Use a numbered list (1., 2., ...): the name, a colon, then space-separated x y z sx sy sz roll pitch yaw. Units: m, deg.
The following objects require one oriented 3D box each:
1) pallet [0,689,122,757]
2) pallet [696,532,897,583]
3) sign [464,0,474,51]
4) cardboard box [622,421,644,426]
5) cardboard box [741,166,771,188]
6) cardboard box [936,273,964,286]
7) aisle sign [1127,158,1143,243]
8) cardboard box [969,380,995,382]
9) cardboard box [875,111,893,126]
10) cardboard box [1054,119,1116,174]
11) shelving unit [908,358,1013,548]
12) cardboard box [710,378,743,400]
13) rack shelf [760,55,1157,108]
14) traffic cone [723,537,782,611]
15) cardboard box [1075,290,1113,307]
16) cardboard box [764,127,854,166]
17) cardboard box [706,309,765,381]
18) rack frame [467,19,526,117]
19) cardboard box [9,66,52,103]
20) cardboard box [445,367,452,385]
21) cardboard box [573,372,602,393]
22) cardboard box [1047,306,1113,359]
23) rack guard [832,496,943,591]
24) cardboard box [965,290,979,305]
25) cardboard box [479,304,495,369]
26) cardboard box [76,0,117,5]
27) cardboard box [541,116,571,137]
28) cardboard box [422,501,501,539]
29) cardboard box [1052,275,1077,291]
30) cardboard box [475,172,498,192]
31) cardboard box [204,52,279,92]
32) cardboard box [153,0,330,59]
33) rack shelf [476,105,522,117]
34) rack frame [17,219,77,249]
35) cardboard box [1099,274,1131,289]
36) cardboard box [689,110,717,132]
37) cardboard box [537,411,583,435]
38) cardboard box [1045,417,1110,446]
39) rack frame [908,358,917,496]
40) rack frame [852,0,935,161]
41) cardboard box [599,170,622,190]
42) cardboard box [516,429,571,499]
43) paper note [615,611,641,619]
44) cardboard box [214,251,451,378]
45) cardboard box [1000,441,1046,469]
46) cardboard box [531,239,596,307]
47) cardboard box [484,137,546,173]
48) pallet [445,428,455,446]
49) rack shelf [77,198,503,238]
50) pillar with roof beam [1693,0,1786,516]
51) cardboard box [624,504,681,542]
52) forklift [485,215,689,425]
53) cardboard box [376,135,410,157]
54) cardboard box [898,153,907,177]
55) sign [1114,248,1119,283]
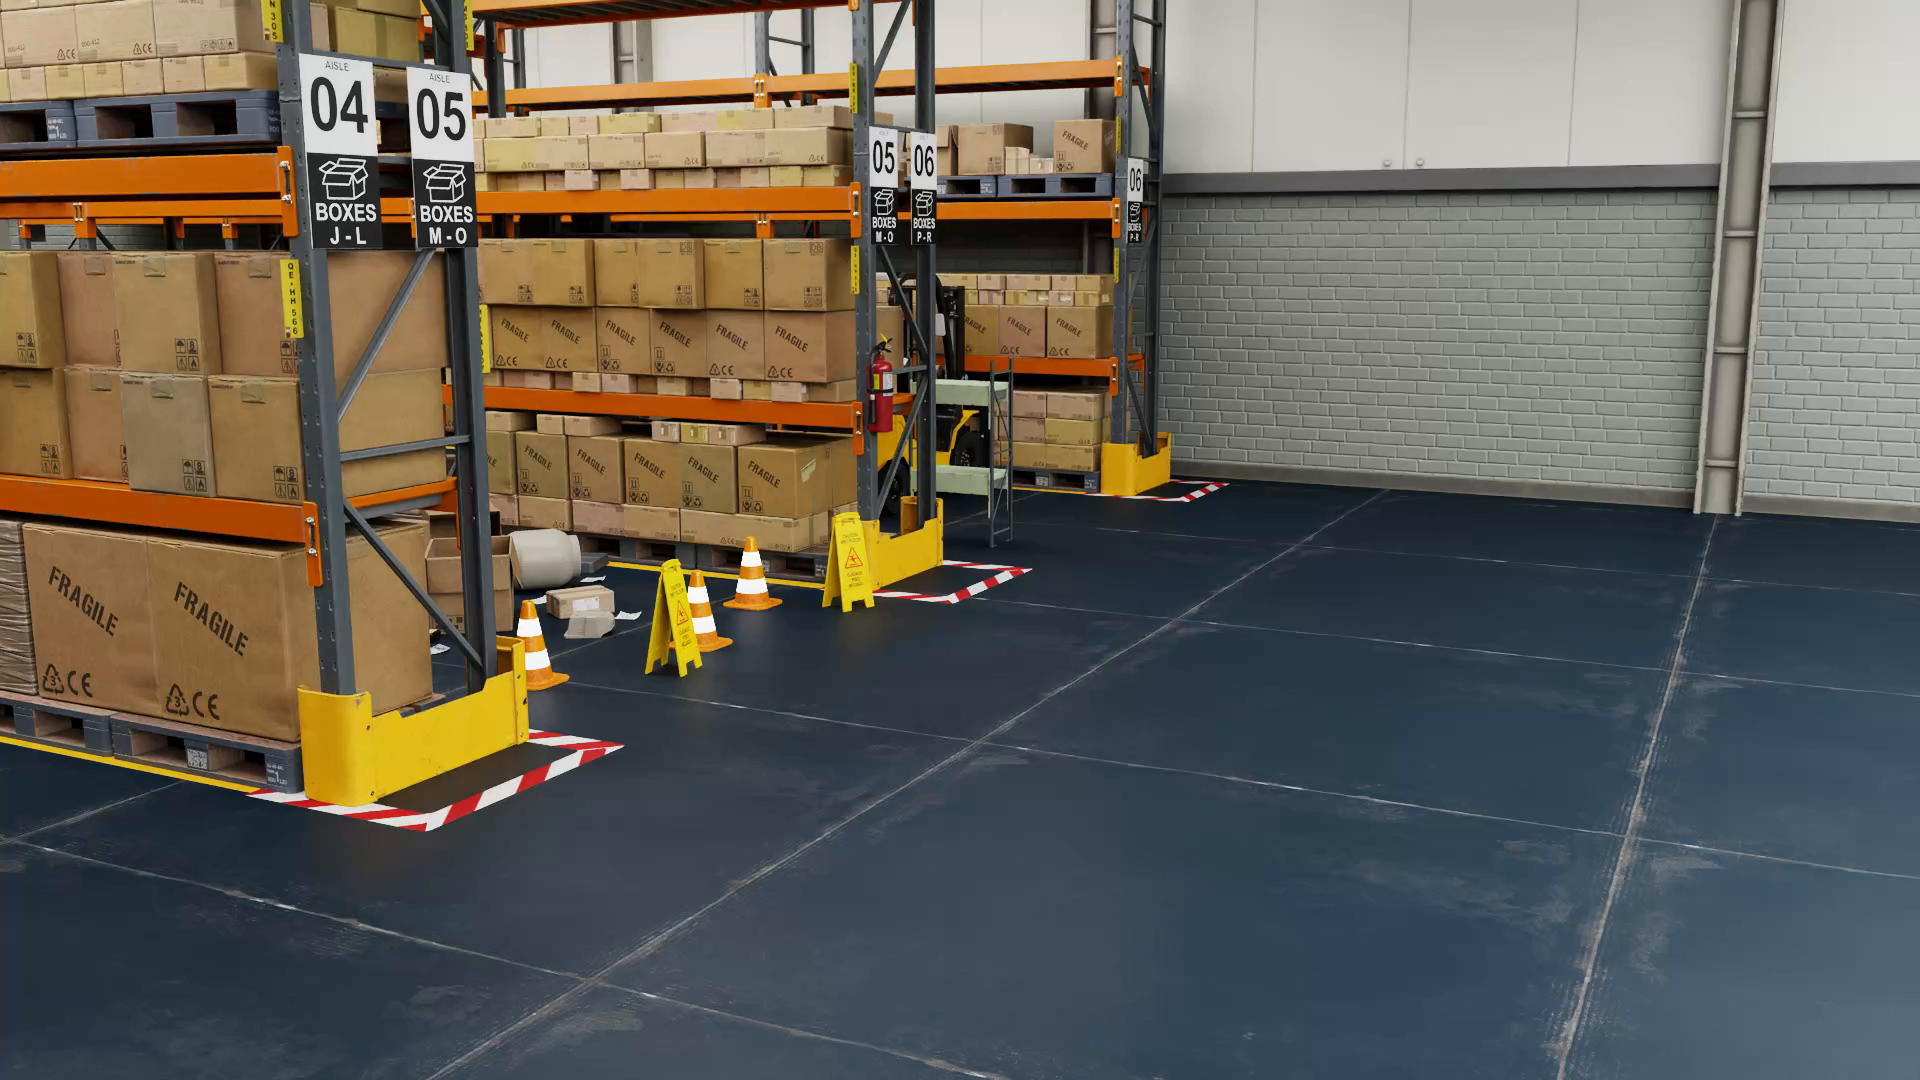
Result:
1. pallet: -4.394 0.813 8.646 1.213 0.211 1.003 5 11 26
2. pallet: -1.234 0.086 12.665 1.213 0.211 1.003 5 11 26
3. sign: -2.302 -2.446 7.722 0.005 0.325 0.100 5 11 26
4. cardboard box: -2.934 -0.705 13.640 0.500 0.500 0.500 5 12 27
5. cardboard box: -1.358 -2.588 11.888 0.250 0.149 0.380 5 12 28
6. cardboard box: -0.053 -2.633 16.920 0.250 0.149 0.380 5 11 27
7. aisle sign: 1.669 -3.231 15.861 0.004 0.787 0.394 5 11 26
8. cardboard box: 0.043 -1.539 17.546 0.500 0.250 0.500 5 11 25
9. cardboard box: -0.681 -3.016 12.018 0.250 0.149 0.380 5 11 25
10. cardboard box: 1.235 -3.781 16.036 0.500 0.500 0.500 5 12 28
11. shelving unit: 0.006 -0.737 13.594 0.755 1.500 0.431 5 11 26
12. cardboard box: -1.624 -1.124 12.223 0.250 0.149 0.380 5 12 27
13. rack shelf: -0.054 -4.563 16.817 4.000 0.370 1.077 5 11 26
14. traffic cone: -1.409 0.209 11.273 0.334 0.463 0.336 5 11 26
15. cardboard box: 1.305 -2.355 16.217 0.250 0.149 0.380 5 11 27
16. cardboard box: -1.031 -2.757 11.703 0.500 0.250 0.500 5 11 25
17. cardboard box: -1.509 -1.446 12.178 0.500 0.500 0.500 5 11 26
18. rack frame: -5.434 -5.586 19.329 0.127 3.000 1.000 5 11 26
19. cardboard box: -4.140 -2.093 7.695 0.250 0.149 0.380 5 11 26
20. cardboard box: -3.900 -1.327 13.342 0.250 0.149 0.380 5 11 26
21. cardboard box: -2.756 -1.224 12.777 0.250 0.149 0.380 5 11 26
22. cardboard box: 1.182 -2.050 16.354 0.500 0.500 0.500 5 11 25
23. rack guard: -0.521 0.013 12.254 0.348 0.500 1.175 5 11 26
24. cardboard box: 0.144 -2.452 16.754 0.250 0.149 0.380 5 11 26
25. cardboard box: -3.769 -1.643 13.267 0.500 0.500 0.500 5 11 26
26. cardboard box: -3.691 -2.446 7.405 0.250 0.149 0.380 5 12 27
27. cardboard box: -2.955 -3.119 12.587 0.250 0.149 0.380 5 11 24
28. cardboard box: -3.681 0.004 12.295 0.500 0.500 0.500 -4 11 -23
29. cardboard box: 1.091 -2.528 16.337 0.250 0.149 0.380 5 11 26
30. cardboard box: -3.660 -2.785 12.978 0.250 0.149 0.380 5 11 26
31. cardboard box: -3.001 -1.993 7.141 0.250 0.149 0.380 5 11 26
32. cardboard box: -3.115 -2.211 7.226 0.500 0.250 0.500 5 11 27
33. rack shelf: -7.228 -5.193 20.300 4.000 0.370 1.077 5 11 26
34. rack frame: -12.609 -3.265 23.347 0.127 3.000 1.000 5 11 26
35. cardboard box: 1.533 -2.579 16.622 0.250 0.149 0.380 5 11 25
36. cardboard box: -1.759 -3.028 12.079 0.250 0.149 0.380 5 11 26
37. cardboard box: -3.083 -0.919 12.998 0.250 0.149 0.380 6 12 28
38. cardboard box: 1.165 -1.092 16.479 0.500 0.250 0.500 5 11 25
39. rack frame: -0.322 -0.766 13.753 0.023 1.500 0.400 5 11 26
40. rack frame: -0.453 -4.163 11.464 0.127 3.000 1.000 5 11 26
41. cardboard box: -2.484 -2.693 12.470 0.250 0.149 0.380 5 11 26
42. cardboard box: -3.145 -0.619 13.163 0.500 0.500 0.500 6 12 28
43. paper note: -2.181 0.493 10.918 0.142 0.019 0.148 1 10 6
44. cardboard box: -2.868 -1.053 7.673 0.550 0.550 0.875 5 11 26
45. cardboard box: 0.737 -0.885 16.739 0.500 0.250 0.500 5 11 26
46. cardboard box: -2.855 -2.057 12.749 0.500 0.500 0.700 5 11 25
47. cardboard box: -3.300 -2.957 12.810 0.500 0.250 0.500 5 11 25
48. pallet: -6.087 -1.327 20.470 1.213 0.211 1.003 5 11 26
49. rack shelf: -5.834 -2.806 14.408 4.000 0.370 1.077 5 11 26
50. pillar with roof beam: 4.990 -3.995 10.533 0.400 9.000 9.100 5 11 26
51. cardboard box: -2.230 -0.168 12.776 0.500 0.250 0.500 5 11 24
52. forklift: -3.089 -1.714 14.969 3.031 2.935 1.130 5 11 27
53. cardboard box: -4.628 -3.158 13.576 0.500 0.250 0.500 5 11 25
54. cardboard box: -0.651 -3.819 16.906 0.258 0.266 0.396 5 11 24
55. sign: 1.487 -2.605 15.783 0.005 0.325 0.100 5 11 26
